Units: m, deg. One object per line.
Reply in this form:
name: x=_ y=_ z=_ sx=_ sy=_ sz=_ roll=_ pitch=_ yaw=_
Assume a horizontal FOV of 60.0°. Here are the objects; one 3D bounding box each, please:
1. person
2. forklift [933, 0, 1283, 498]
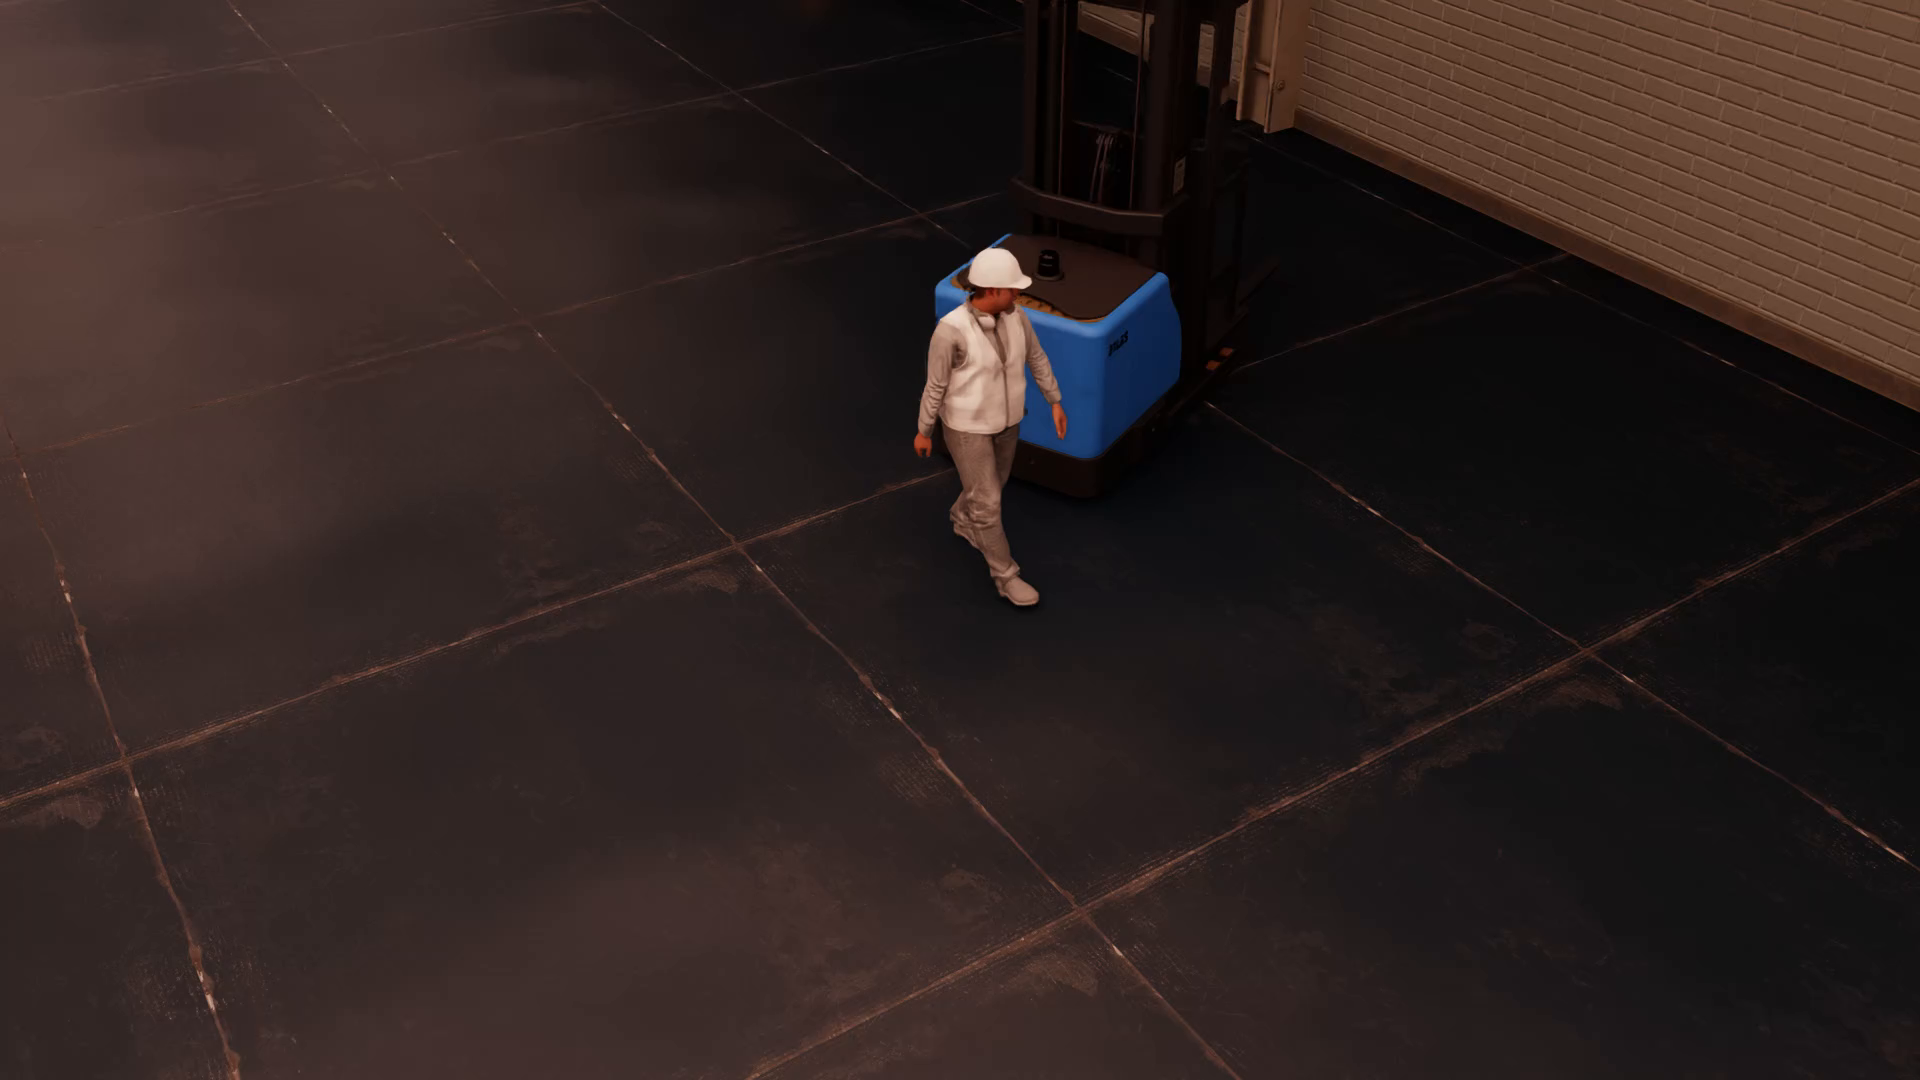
person: x=0.177 y=-0.552 z=7.983 sx=0.680 sy=1.731 sz=0.867 roll=-28 pitch=44 yaw=-34
forklift: x=1.050 y=-2.240 z=9.335 sx=1.130 sy=2.935 sz=3.031 roll=19 pitch=40 yaw=25
